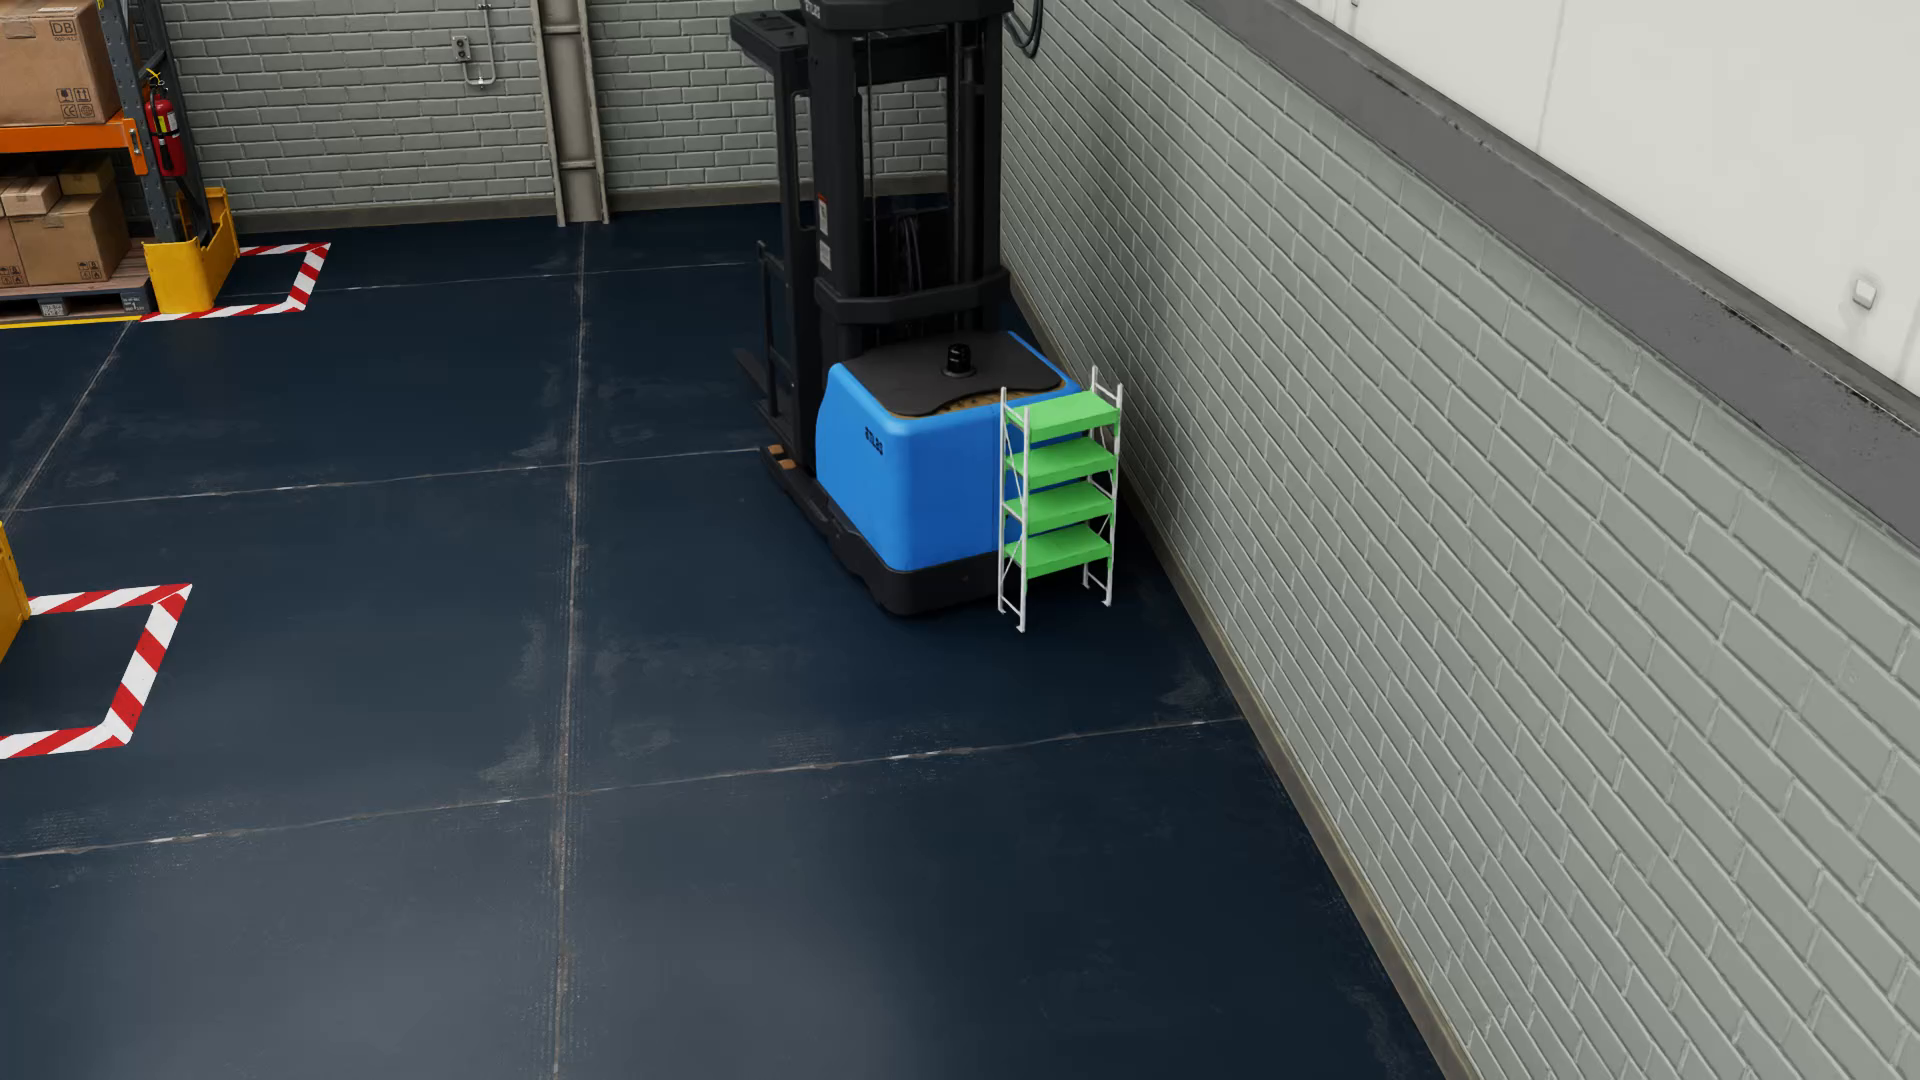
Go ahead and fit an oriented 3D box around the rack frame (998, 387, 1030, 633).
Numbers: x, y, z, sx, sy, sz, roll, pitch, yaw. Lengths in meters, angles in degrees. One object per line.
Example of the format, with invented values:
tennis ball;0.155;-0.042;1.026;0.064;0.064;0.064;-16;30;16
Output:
rack frame;0.249;-0.126;7.780;0.015;1.200;0.240;-15;34;-24

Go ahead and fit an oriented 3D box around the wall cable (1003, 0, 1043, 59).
wall cable;0.184;-4.721;10.965;0.112;2.526;3.097;-5;31;-9

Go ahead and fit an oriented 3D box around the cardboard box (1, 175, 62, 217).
cardboard box;-6.208;-2.302;11.118;0.250;0.149;0.380;-6;31;-10

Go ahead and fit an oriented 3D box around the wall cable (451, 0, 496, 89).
wall cable;-4.355;-4.162;11.867;1.851;1.984;0.084;-5;31;-9

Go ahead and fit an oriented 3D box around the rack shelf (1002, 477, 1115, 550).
rack shelf;0.465;-0.128;7.910;0.480;0.148;0.258;-15;34;-24

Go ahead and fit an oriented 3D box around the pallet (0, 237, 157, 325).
pallet;-6.216;-1.822;11.640;1.213;0.211;1.003;-5;31;-9

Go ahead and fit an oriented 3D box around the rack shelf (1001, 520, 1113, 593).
rack shelf;0.465;0.079;8.032;0.480;0.148;0.258;-15;34;-24

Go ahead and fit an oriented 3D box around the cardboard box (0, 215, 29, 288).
cardboard box;-6.606;-2.080;11.379;0.500;0.500;0.700;-5;31;-9

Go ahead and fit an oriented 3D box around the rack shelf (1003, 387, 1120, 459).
rack shelf;0.465;-0.542;7.667;0.480;0.148;0.258;-15;34;-24

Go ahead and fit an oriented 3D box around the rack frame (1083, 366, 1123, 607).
rack frame;0.680;-0.241;7.976;0.015;1.200;0.240;-15;34;-24

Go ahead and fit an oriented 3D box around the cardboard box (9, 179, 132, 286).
cardboard box;-6.114;-2.125;11.457;0.500;0.500;0.700;-5;31;-9

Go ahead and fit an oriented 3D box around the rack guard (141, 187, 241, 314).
rack guard;-5.420;-2.060;11.761;0.348;0.500;1.175;-5;31;-9

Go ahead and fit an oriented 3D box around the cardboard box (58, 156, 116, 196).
cardboard box;-6.027;-2.516;11.482;0.250;0.149;0.380;-5;31;-9

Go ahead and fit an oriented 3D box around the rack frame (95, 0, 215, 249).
rack frame;-5.444;-3.136;11.123;0.127;3.000;1.000;-5;31;-9

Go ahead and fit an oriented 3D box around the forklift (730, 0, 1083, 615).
forklift;-0.474;-1.631;8.631;1.130;2.935;3.031;-13;33;-21

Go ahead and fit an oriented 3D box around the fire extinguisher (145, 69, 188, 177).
fire extinguisher;-5.212;-2.725;10.870;0.183;0.674;0.296;-5;31;-9

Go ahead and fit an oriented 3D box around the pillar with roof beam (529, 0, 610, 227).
pillar with roof beam;-2.168;-4.253;7.105;0.400;9.000;9.100;-5;31;-9

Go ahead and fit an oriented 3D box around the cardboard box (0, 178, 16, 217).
cardboard box;-6.459;-2.279;11.078;0.250;0.149;0.380;-5;31;-8

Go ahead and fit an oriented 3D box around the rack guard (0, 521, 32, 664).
rack guard;-4.623;0.418;7.545;0.348;0.500;1.175;-5;31;-9

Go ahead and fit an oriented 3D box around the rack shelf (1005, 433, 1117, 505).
rack shelf;0.465;-0.335;7.789;0.480;0.148;0.258;-15;34;-24

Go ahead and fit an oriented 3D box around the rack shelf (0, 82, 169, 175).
rack shelf;-7.411;-2.643;10.995;4.000;0.370;1.077;-5;31;-9

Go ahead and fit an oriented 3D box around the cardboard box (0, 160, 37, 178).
cardboard box;-6.526;-2.469;11.402;0.250;0.149;0.380;-5;31;-9

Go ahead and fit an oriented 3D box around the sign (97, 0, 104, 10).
sign;-5.360;-3.465;10.308;0.005;0.325;0.100;-5;31;-9

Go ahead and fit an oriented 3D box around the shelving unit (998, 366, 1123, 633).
shelving unit;0.465;-0.183;7.878;0.503;1.200;0.258;-15;34;-24

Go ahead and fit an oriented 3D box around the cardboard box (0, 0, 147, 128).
cardboard box;-5.944;-3.213;10.960;0.700;0.700;0.980;-4;31;-7
